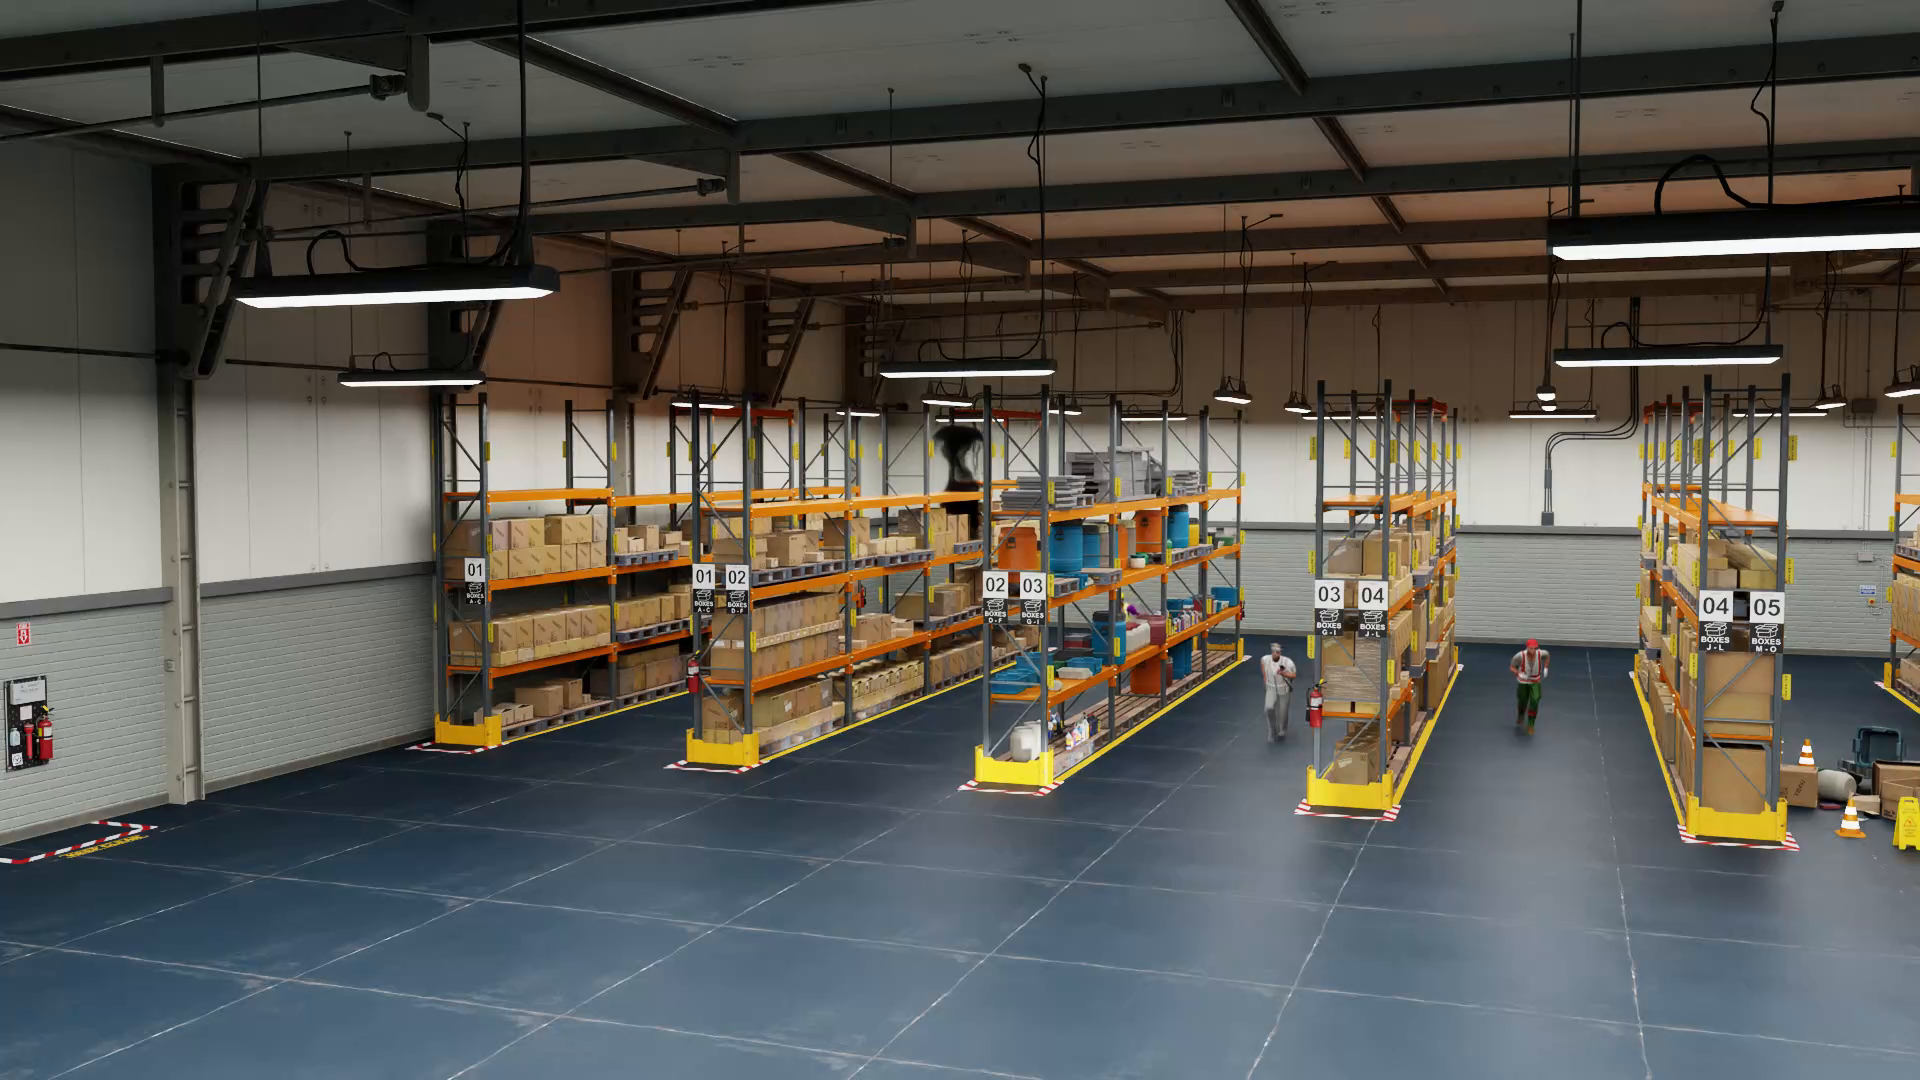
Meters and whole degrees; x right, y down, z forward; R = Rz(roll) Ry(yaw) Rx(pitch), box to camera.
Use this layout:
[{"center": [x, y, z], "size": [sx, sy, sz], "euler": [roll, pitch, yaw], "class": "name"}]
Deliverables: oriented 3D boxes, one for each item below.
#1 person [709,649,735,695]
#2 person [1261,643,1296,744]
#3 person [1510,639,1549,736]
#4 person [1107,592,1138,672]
[{"center": [-4.471, 2.427, 31.980], "size": [0.680, 1.770, 1.126], "euler": [0, 3, 7], "class": "person"}, {"center": [5.482, 2.626, 28.630], "size": [0.647, 1.747, 0.947], "euler": [1, 3, 18], "class": "person"}, {"center": [10.157, 2.592, 29.740], "size": [0.700, 1.731, 1.056], "euler": [0, 3, 7], "class": "person"}, {"center": [3.681, 2.100, 38.107], "size": [0.717, 1.837, 0.775], "euler": [1, 3, 23], "class": "person"}]
